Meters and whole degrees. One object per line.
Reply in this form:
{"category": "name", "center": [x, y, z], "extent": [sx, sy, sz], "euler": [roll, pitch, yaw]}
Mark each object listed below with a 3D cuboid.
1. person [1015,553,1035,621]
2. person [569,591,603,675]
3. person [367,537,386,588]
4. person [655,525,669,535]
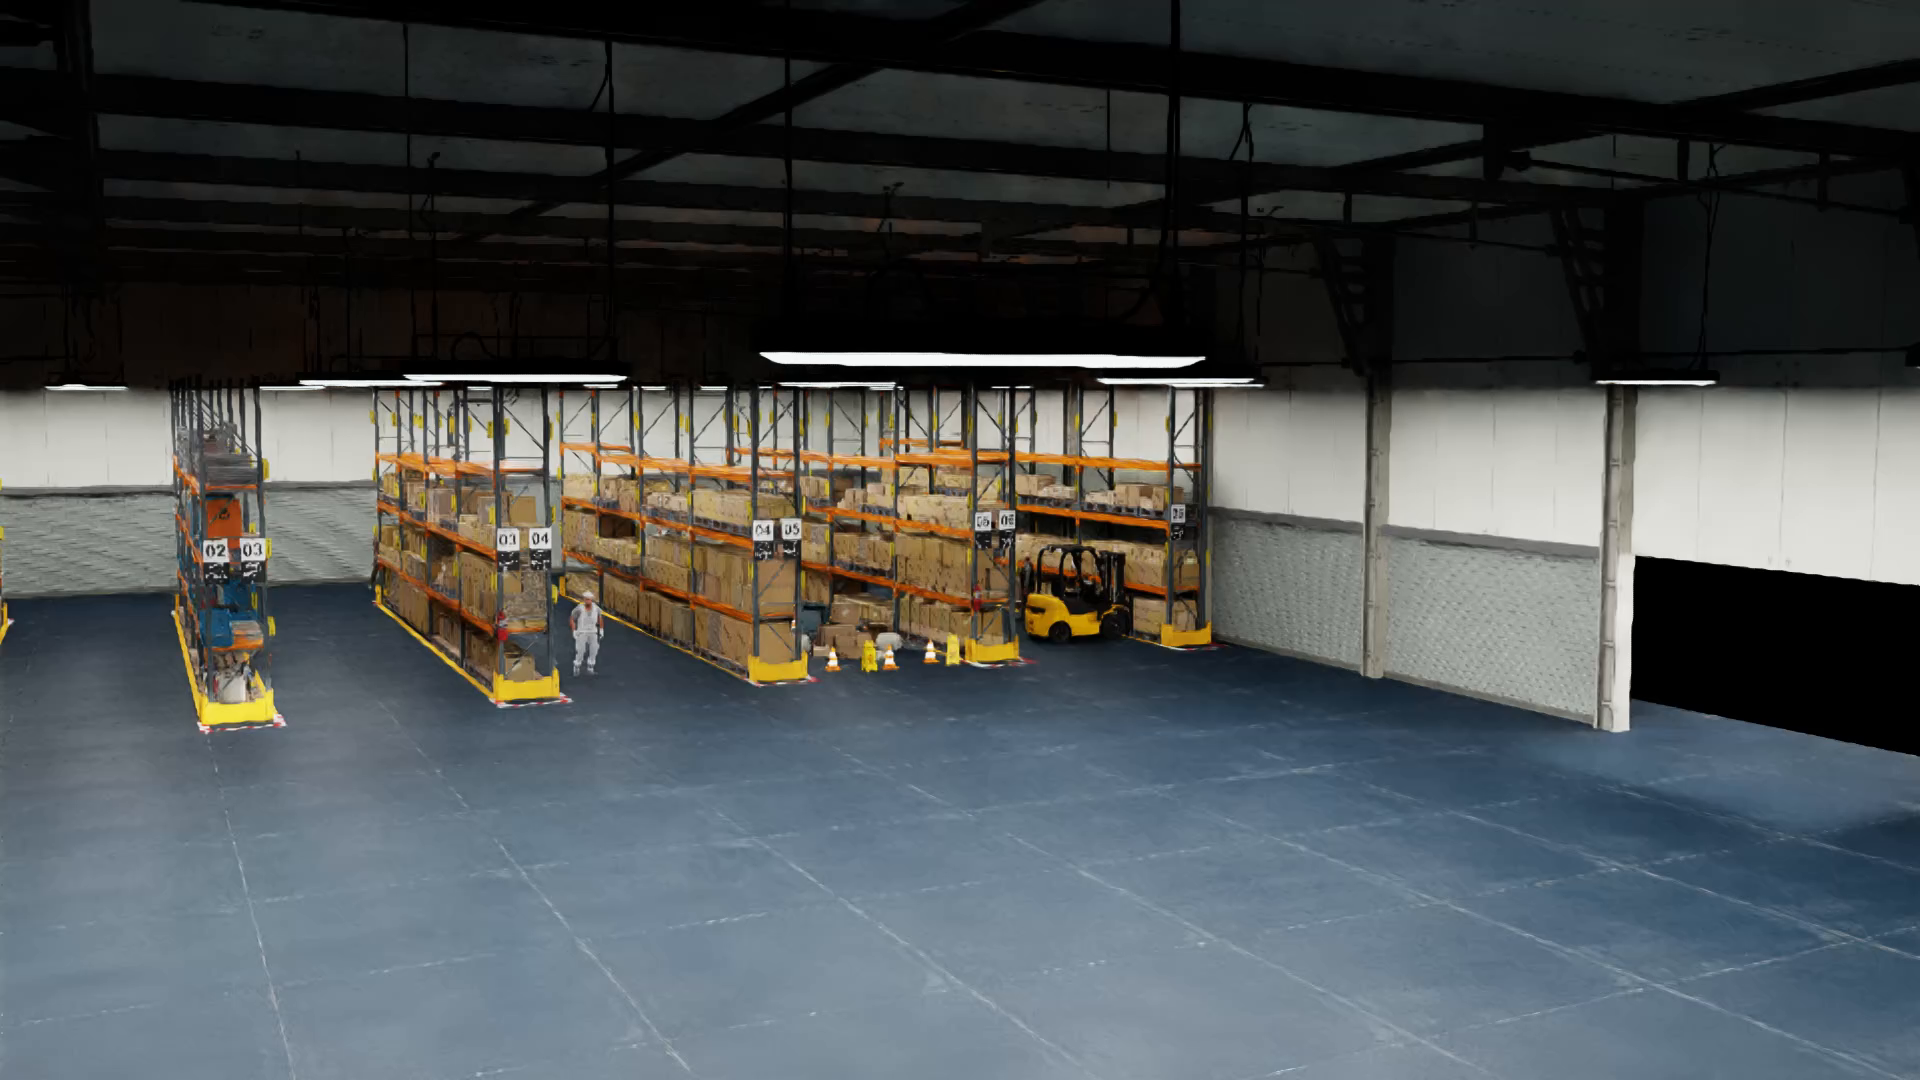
{"category": "person", "center": [1.636, 1.177, 41.325], "extent": [0.577, 1.718, 0.625], "euler": [0, 5, -1]}
{"category": "person", "center": [-7.518, 1.883, 33.519], "extent": [0.677, 1.742, 0.547], "euler": [-3, 6, -28]}
{"category": "person", "center": [-17.021, 0.521, 48.565], "extent": [0.500, 1.777, 0.751], "euler": [1, 5, 14]}
{"category": "person", "center": [-9.032, 0.352, 50.549], "extent": [0.607, 1.769, 0.655], "euler": [2, 5, 20]}
